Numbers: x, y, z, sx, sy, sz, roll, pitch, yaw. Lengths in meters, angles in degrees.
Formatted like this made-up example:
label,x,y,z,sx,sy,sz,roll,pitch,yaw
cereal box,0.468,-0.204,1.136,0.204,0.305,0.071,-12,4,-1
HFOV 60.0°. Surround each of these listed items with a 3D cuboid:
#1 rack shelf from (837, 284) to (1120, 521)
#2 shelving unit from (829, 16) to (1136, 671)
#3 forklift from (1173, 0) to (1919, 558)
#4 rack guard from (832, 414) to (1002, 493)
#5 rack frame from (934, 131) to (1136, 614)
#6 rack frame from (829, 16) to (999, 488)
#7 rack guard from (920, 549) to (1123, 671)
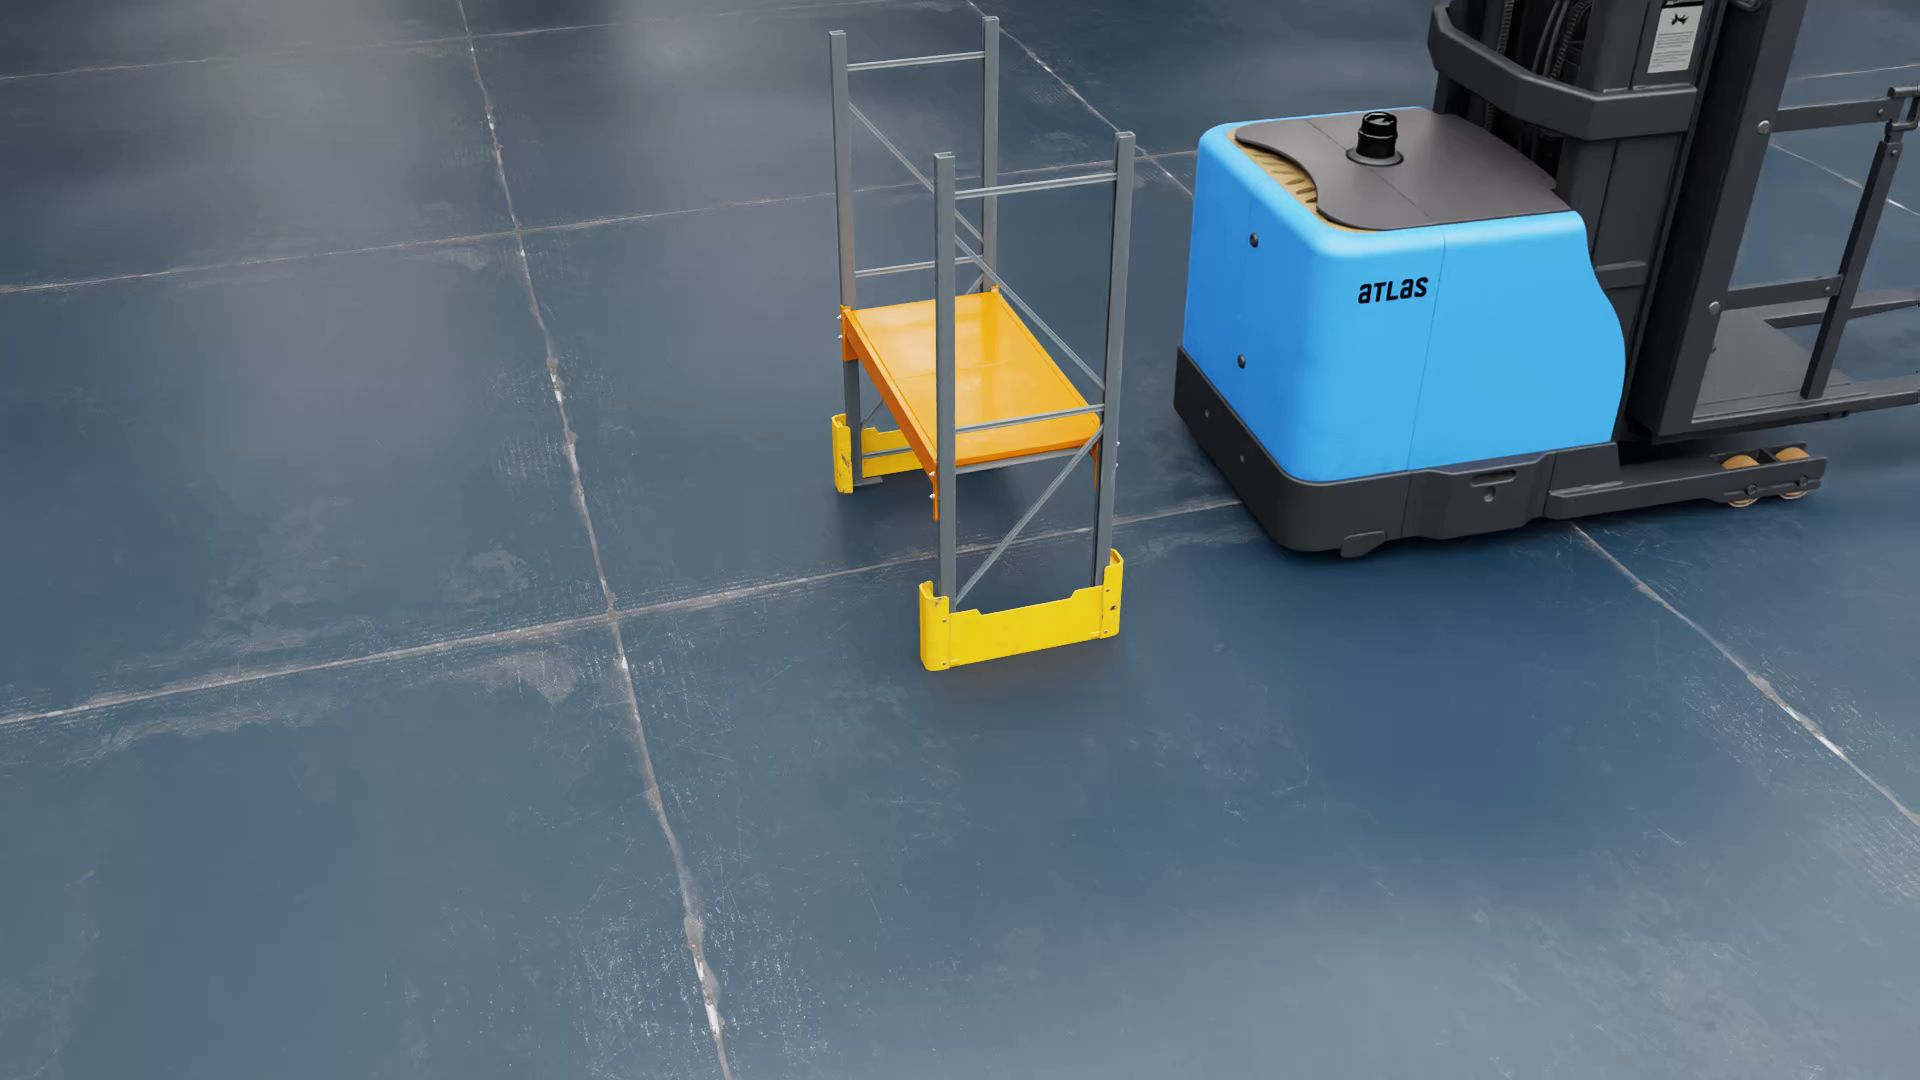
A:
label,x,y,z,sx,sy,sz,roll,pitch,yaw
rack shelf,0.026,-0.431,4.868,0.538,0.185,1.000,-10,35,-15
shelving unit,0.023,-0.586,4.776,0.587,1.500,1.083,-10,35,-15
forklift,2.322,-1.603,5.018,3.031,2.935,1.130,-8,34,-12
rack guard,-0.129,-0.326,5.516,0.587,0.250,0.087,-10,35,-15
rack frame,0.181,-0.314,4.365,0.500,1.500,0.032,-10,35,-15
rack frame,-0.129,-0.848,5.173,0.500,1.500,0.032,-10,35,-15
rack guard,0.175,0.197,4.725,0.587,0.250,0.087,-10,35,-15
